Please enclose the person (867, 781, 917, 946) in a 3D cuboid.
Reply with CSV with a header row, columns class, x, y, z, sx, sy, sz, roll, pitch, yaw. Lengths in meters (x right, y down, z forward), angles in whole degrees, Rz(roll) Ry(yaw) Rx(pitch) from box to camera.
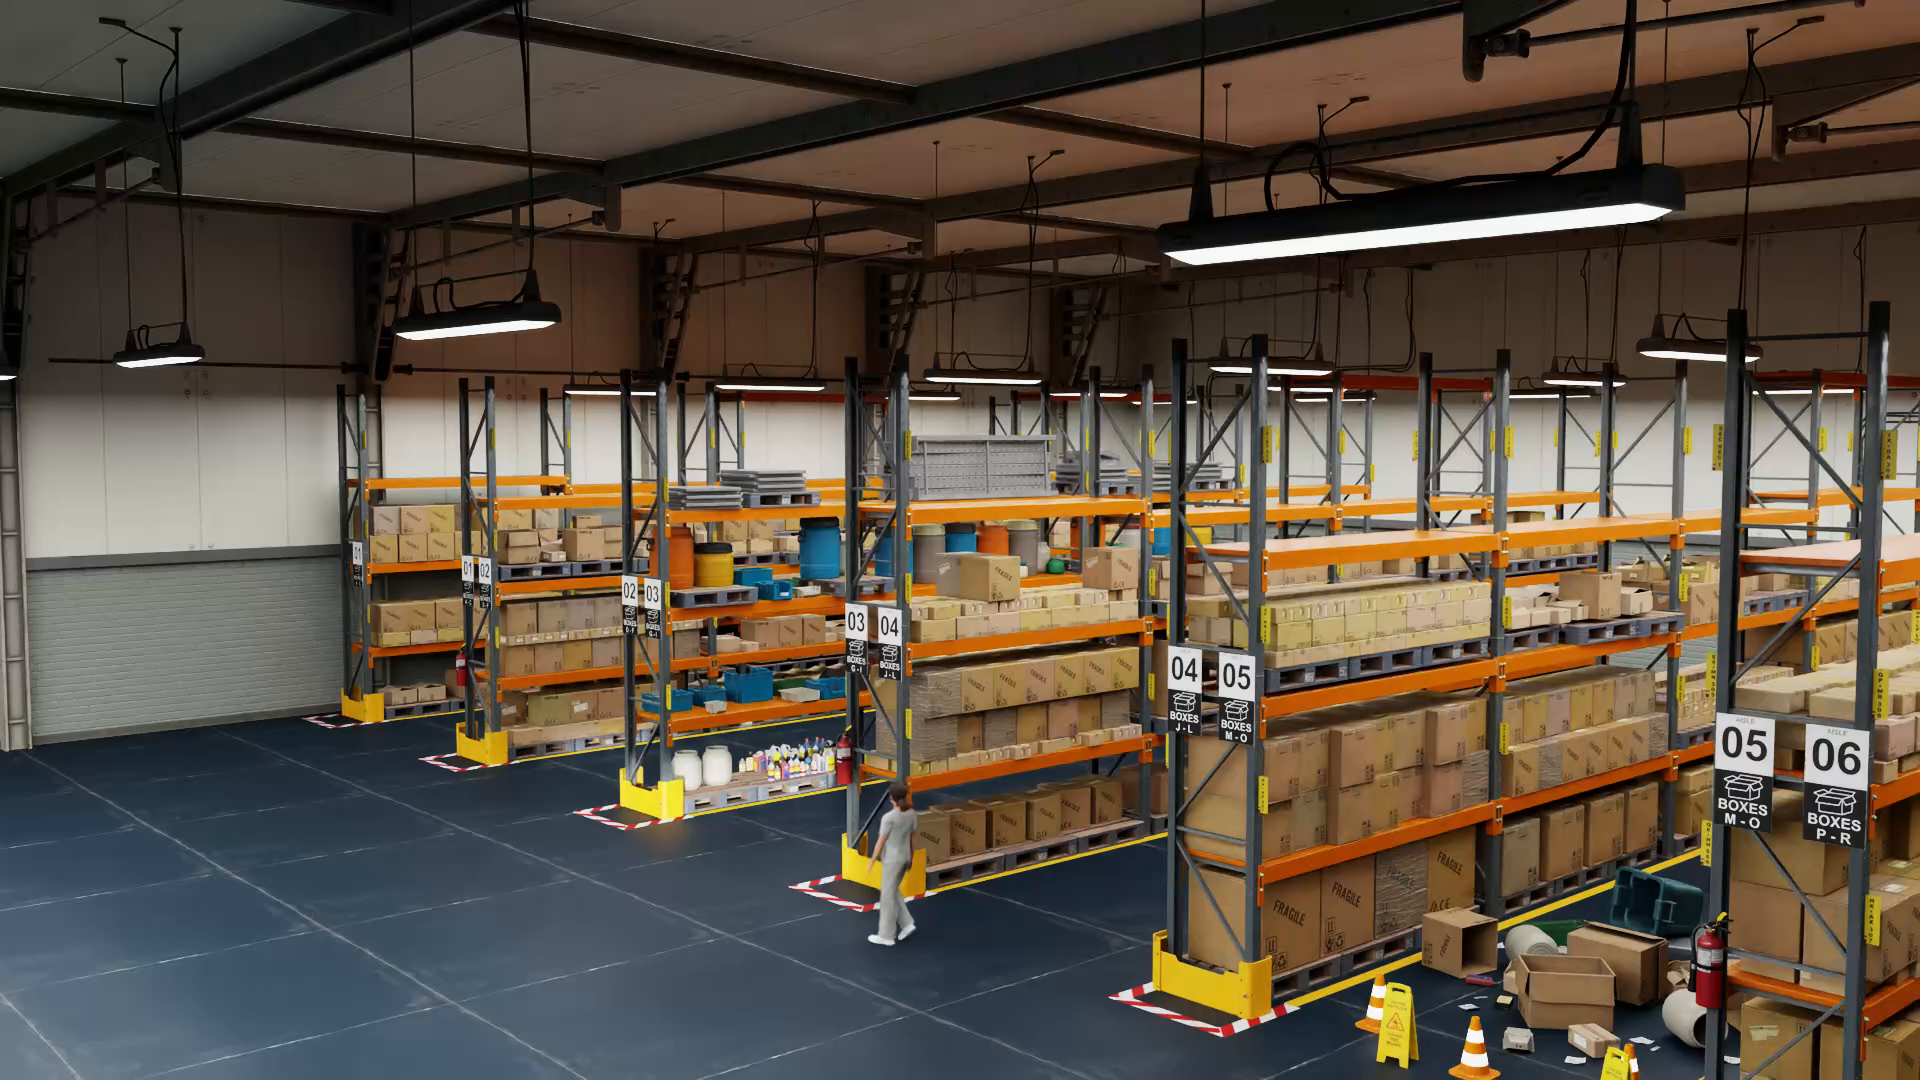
class,x,y,z,sx,sy,sz,roll,pitch,yaw
person,-0.693,3.246,16.705,0.497,1.682,0.480,2,4,26
